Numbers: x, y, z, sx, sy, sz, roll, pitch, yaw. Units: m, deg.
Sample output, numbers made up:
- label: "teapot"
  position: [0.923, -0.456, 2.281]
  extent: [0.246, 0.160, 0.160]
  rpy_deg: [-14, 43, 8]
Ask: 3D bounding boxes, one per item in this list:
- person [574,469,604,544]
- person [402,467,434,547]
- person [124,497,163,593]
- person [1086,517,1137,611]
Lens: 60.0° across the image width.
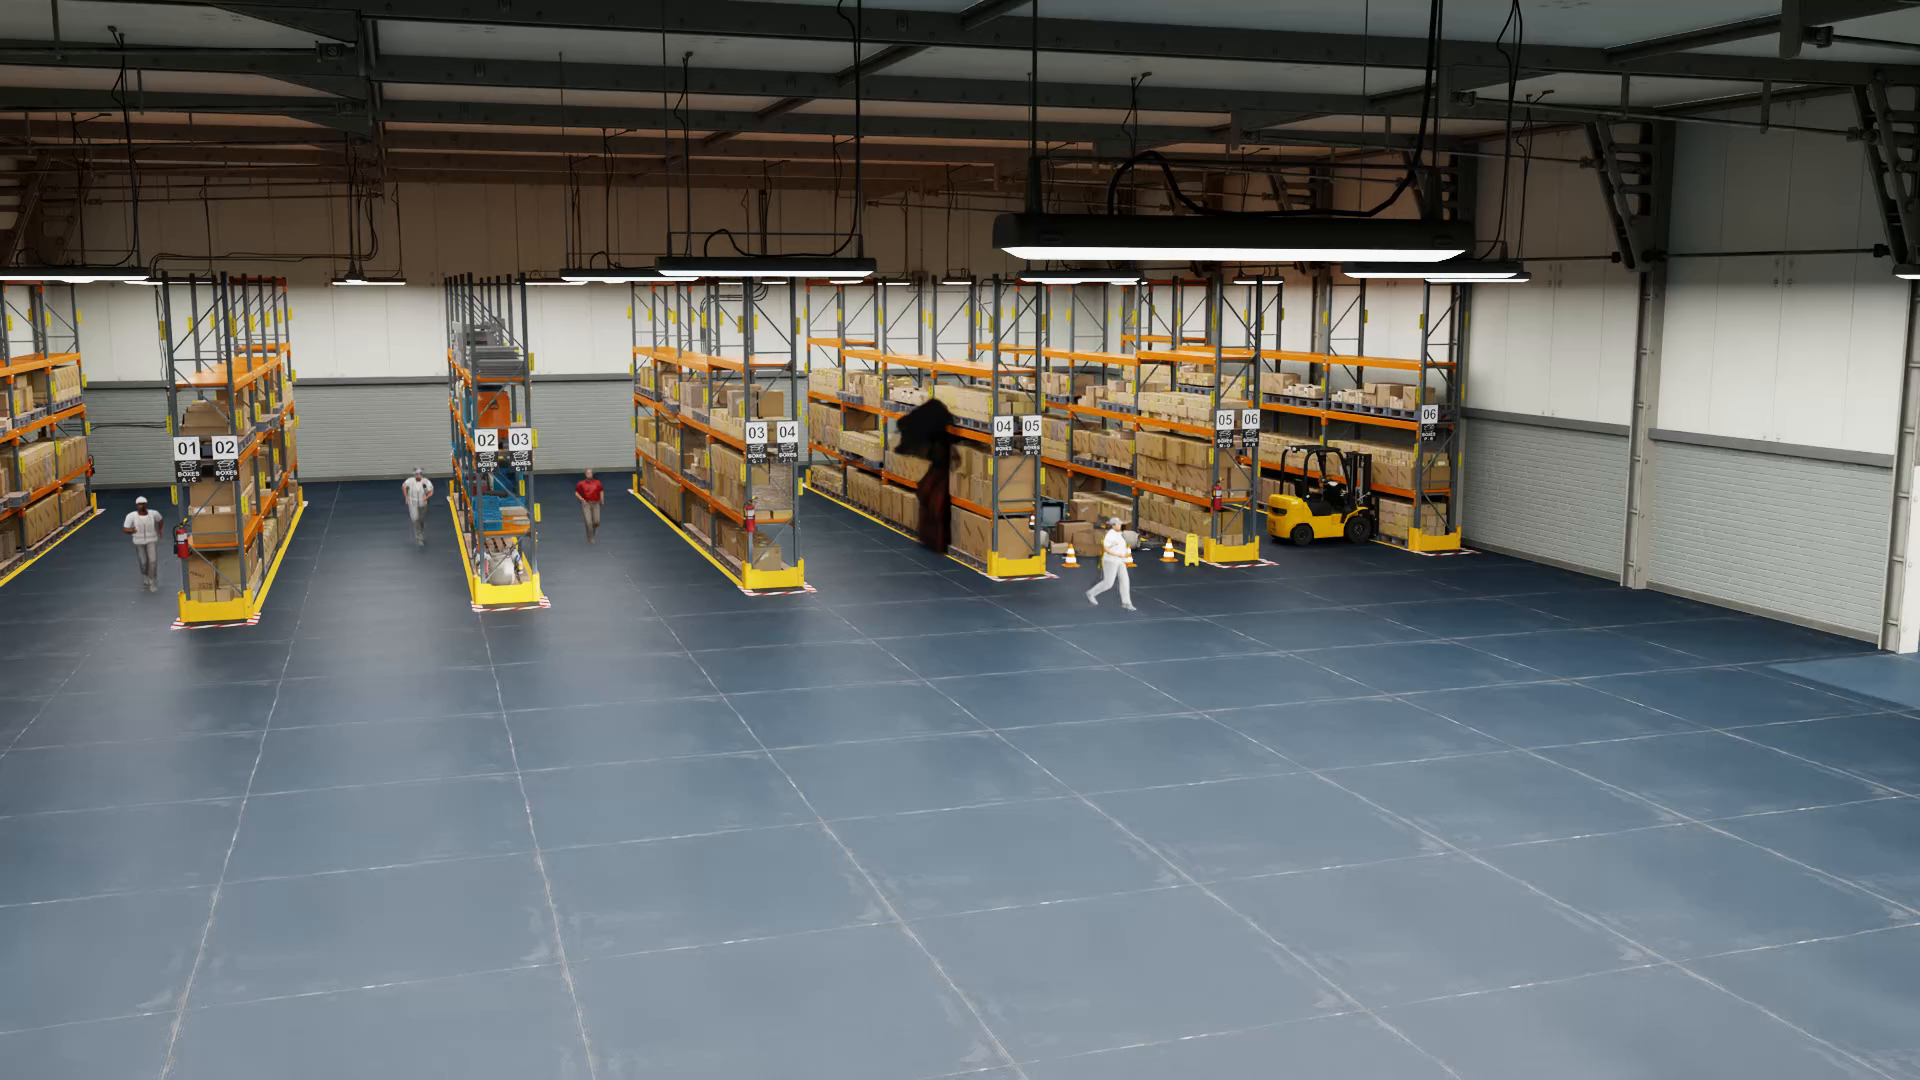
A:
- label: "person"
  position: [-8.378, -0.767, 37.665]
  extent: [0.665, 1.686, 0.603]
  rpy_deg: [-4, 9, -24]
- label: "person"
  position: [-12.214, -0.783, 37.513]
  extent: [0.653, 1.786, 0.963]
  rpy_deg: [-4, 9, -22]
- label: "person"
  position: [-15.560, 0.064, 31.736]
  extent: [0.688, 1.803, 0.916]
  rpy_deg: [-4, 10, -26]
- label: "person"
  position: [2.786, 0.418, 29.835]
  extent: [0.915, 1.659, 0.643]
  rpy_deg: [5, 10, 28]
